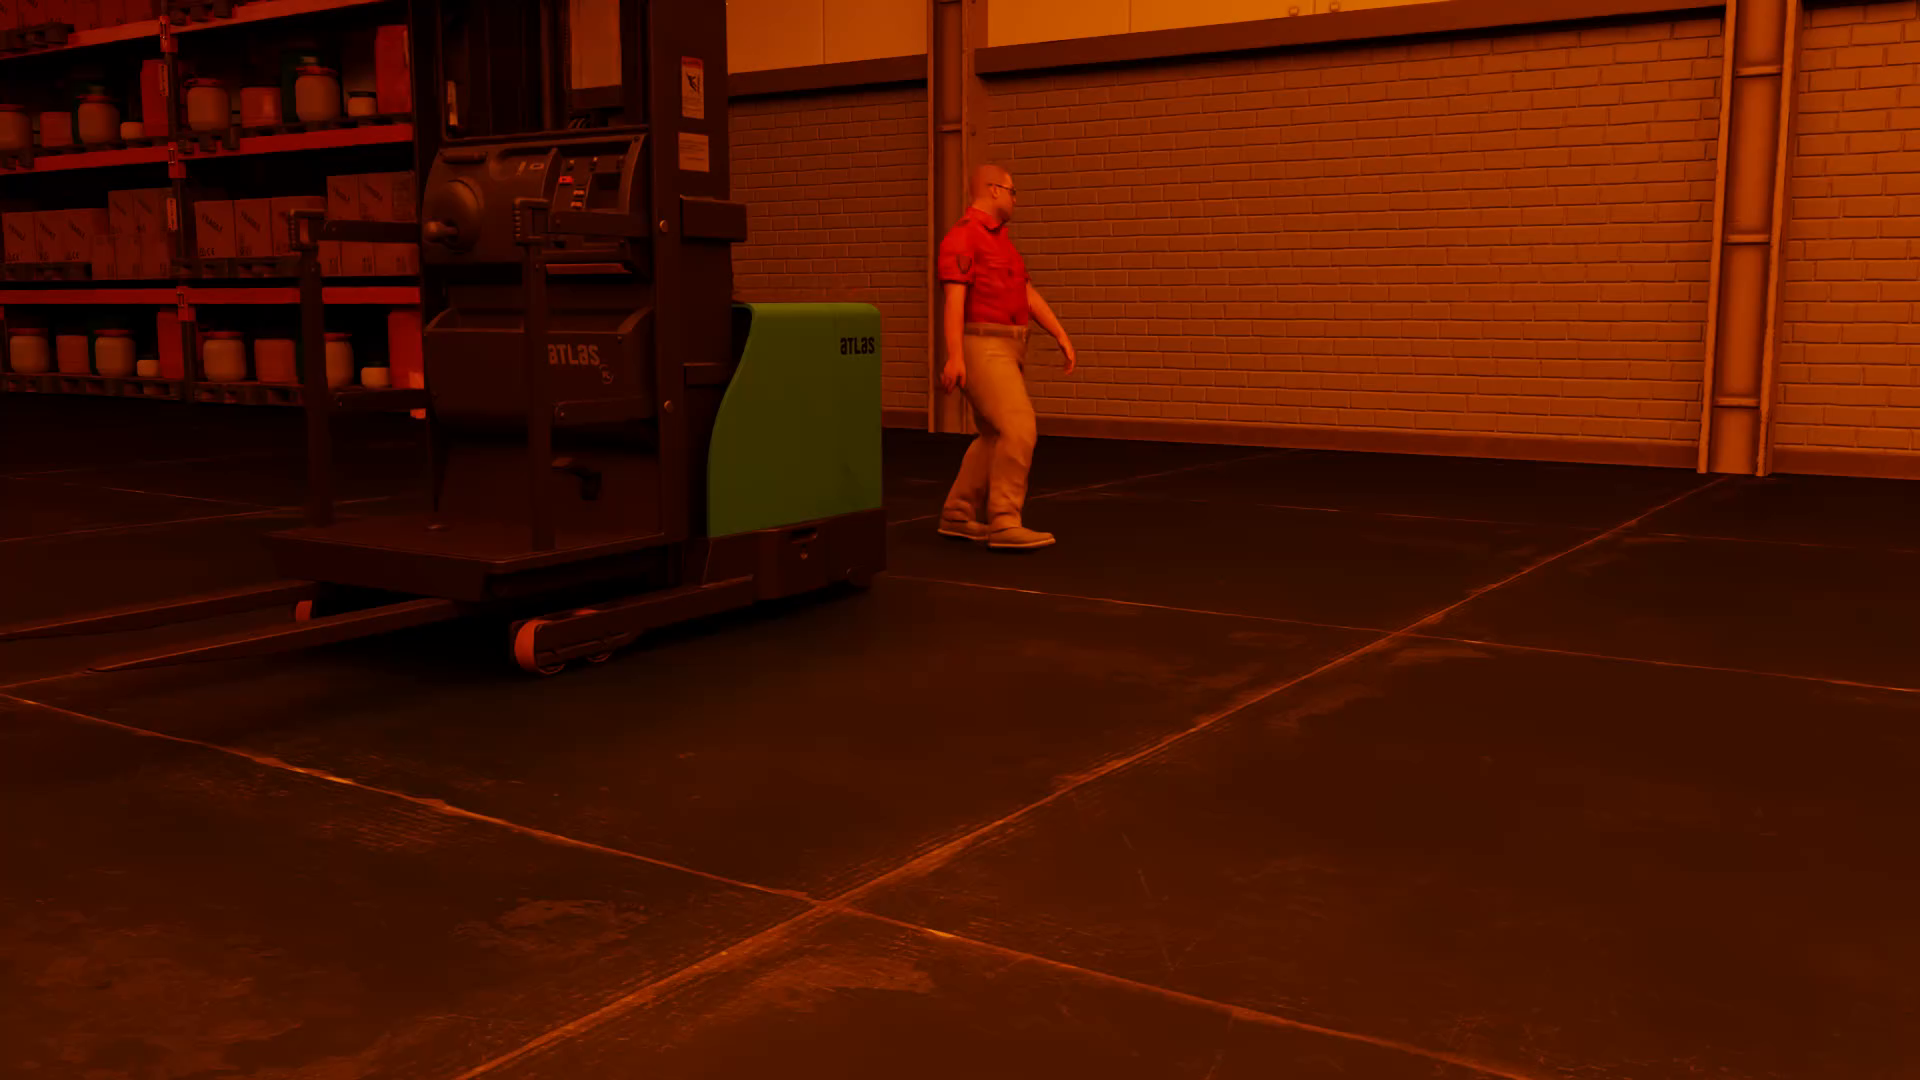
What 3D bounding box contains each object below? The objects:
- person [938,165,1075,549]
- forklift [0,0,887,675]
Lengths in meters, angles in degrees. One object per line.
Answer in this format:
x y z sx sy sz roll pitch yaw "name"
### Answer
0.172 -0.813 7.378 0.663 1.681 0.667 3 9 19 "person"
-1.488 -1.132 5.154 1.130 2.935 3.031 5 10 32 "forklift"
